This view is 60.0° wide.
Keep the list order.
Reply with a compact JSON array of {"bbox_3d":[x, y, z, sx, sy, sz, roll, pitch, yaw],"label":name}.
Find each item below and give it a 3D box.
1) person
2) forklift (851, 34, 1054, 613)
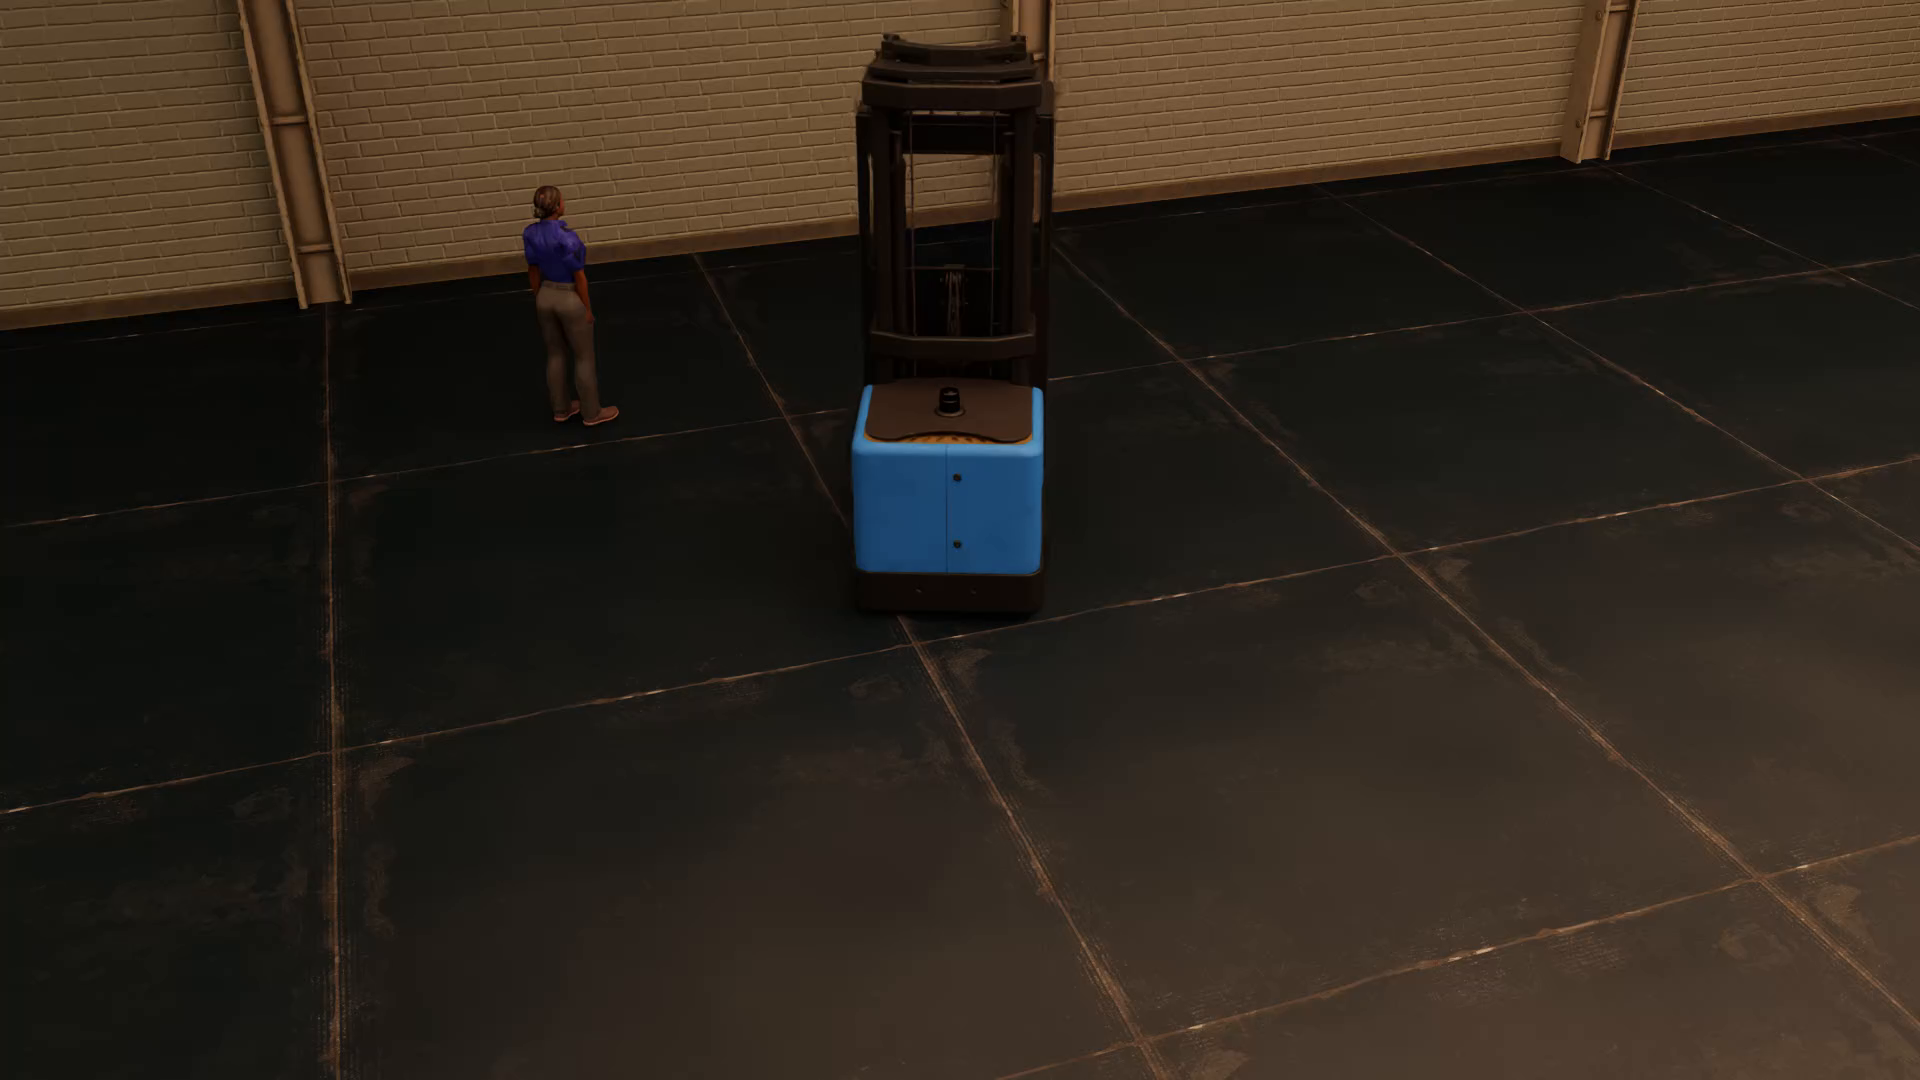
[{"bbox_3d":[-2.619,-1.563,11.084,0.453,1.660,0.339,12,32,20],"label":"person"},{"bbox_3d":[-0.017,-1.567,9.811,1.130,2.935,3.031,1,30,2],"label":"forklift"}]
